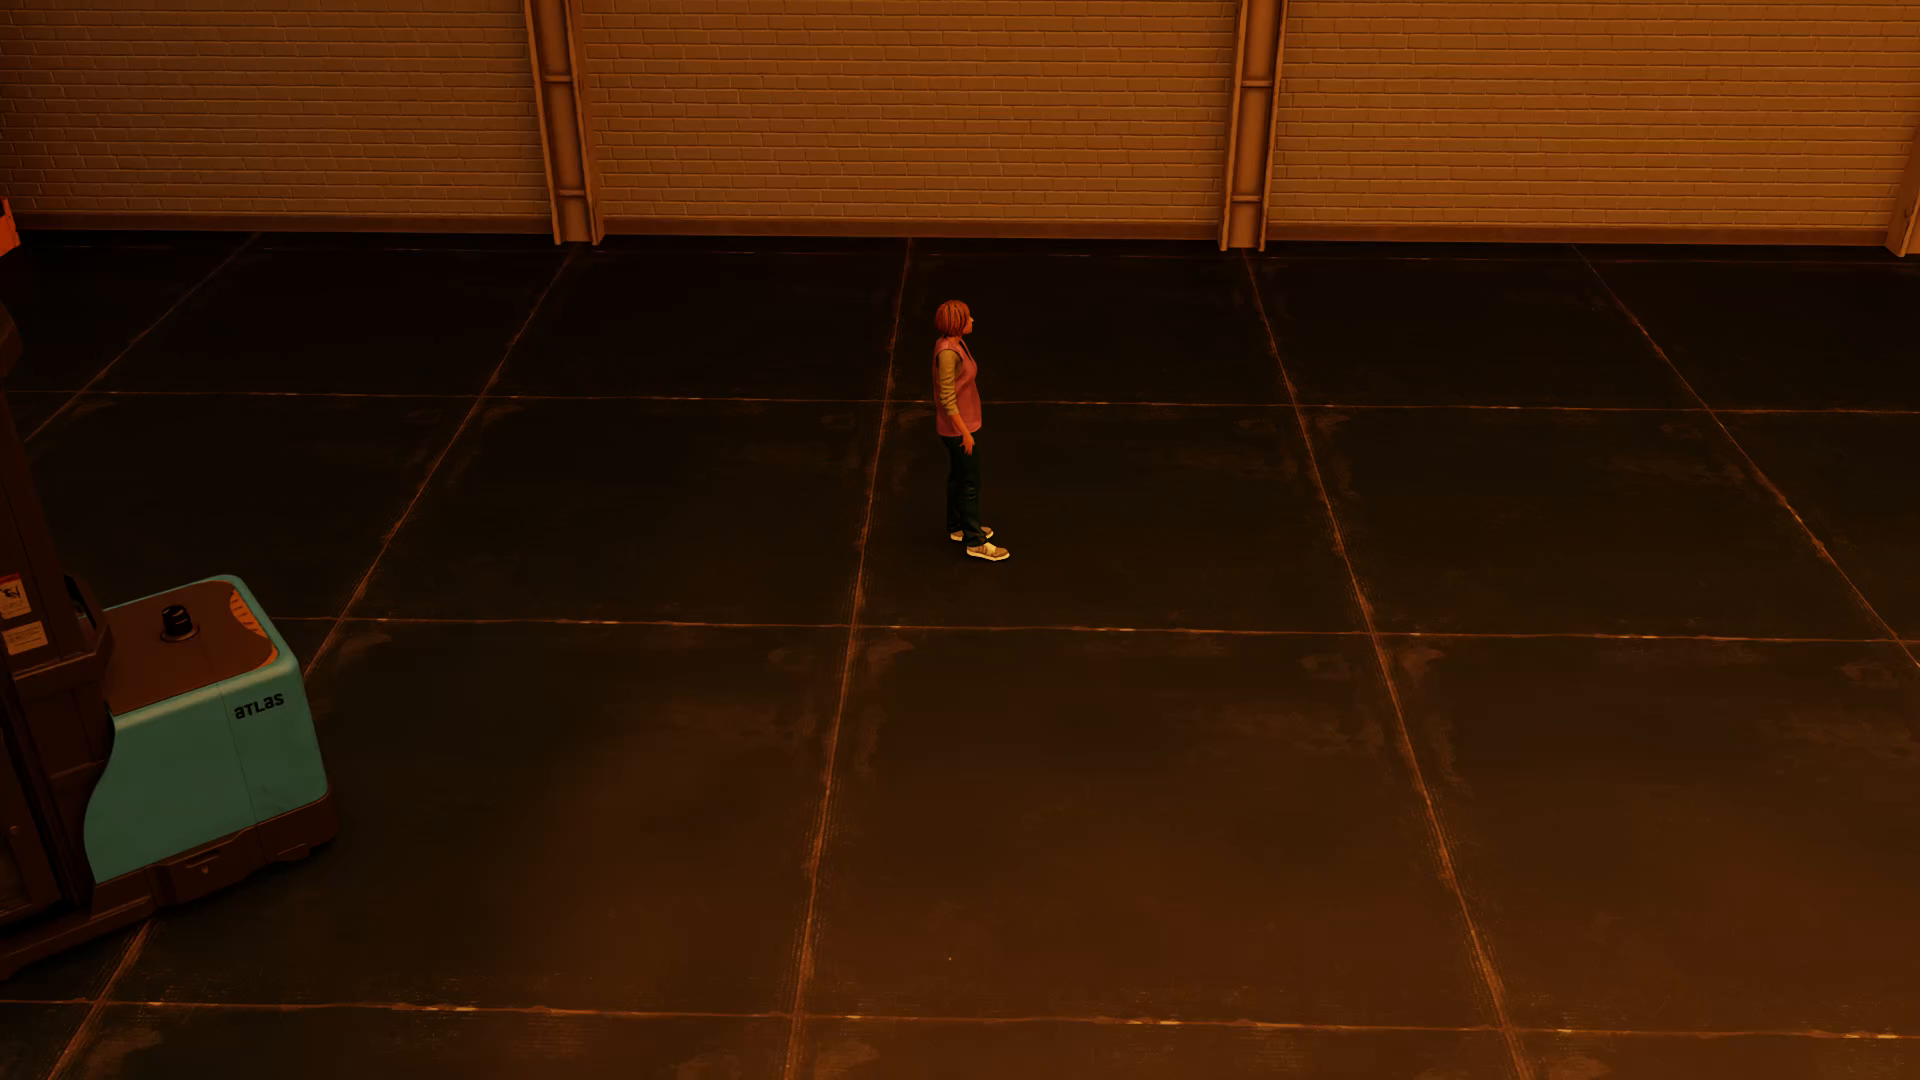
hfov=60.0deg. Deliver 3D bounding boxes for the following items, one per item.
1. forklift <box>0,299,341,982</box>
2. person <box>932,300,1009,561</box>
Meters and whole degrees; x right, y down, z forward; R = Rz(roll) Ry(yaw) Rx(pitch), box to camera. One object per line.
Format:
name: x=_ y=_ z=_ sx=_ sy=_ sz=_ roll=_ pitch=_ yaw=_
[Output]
forklift: x=-4.467 y=0.449 z=6.854 sx=3.031 sy=2.935 sz=1.130 roll=-21 pitch=36 yaw=-31
person: x=0.073 y=-0.686 z=10.077 sx=0.476 sy=1.597 sz=0.520 roll=1 pitch=31 yaw=1
